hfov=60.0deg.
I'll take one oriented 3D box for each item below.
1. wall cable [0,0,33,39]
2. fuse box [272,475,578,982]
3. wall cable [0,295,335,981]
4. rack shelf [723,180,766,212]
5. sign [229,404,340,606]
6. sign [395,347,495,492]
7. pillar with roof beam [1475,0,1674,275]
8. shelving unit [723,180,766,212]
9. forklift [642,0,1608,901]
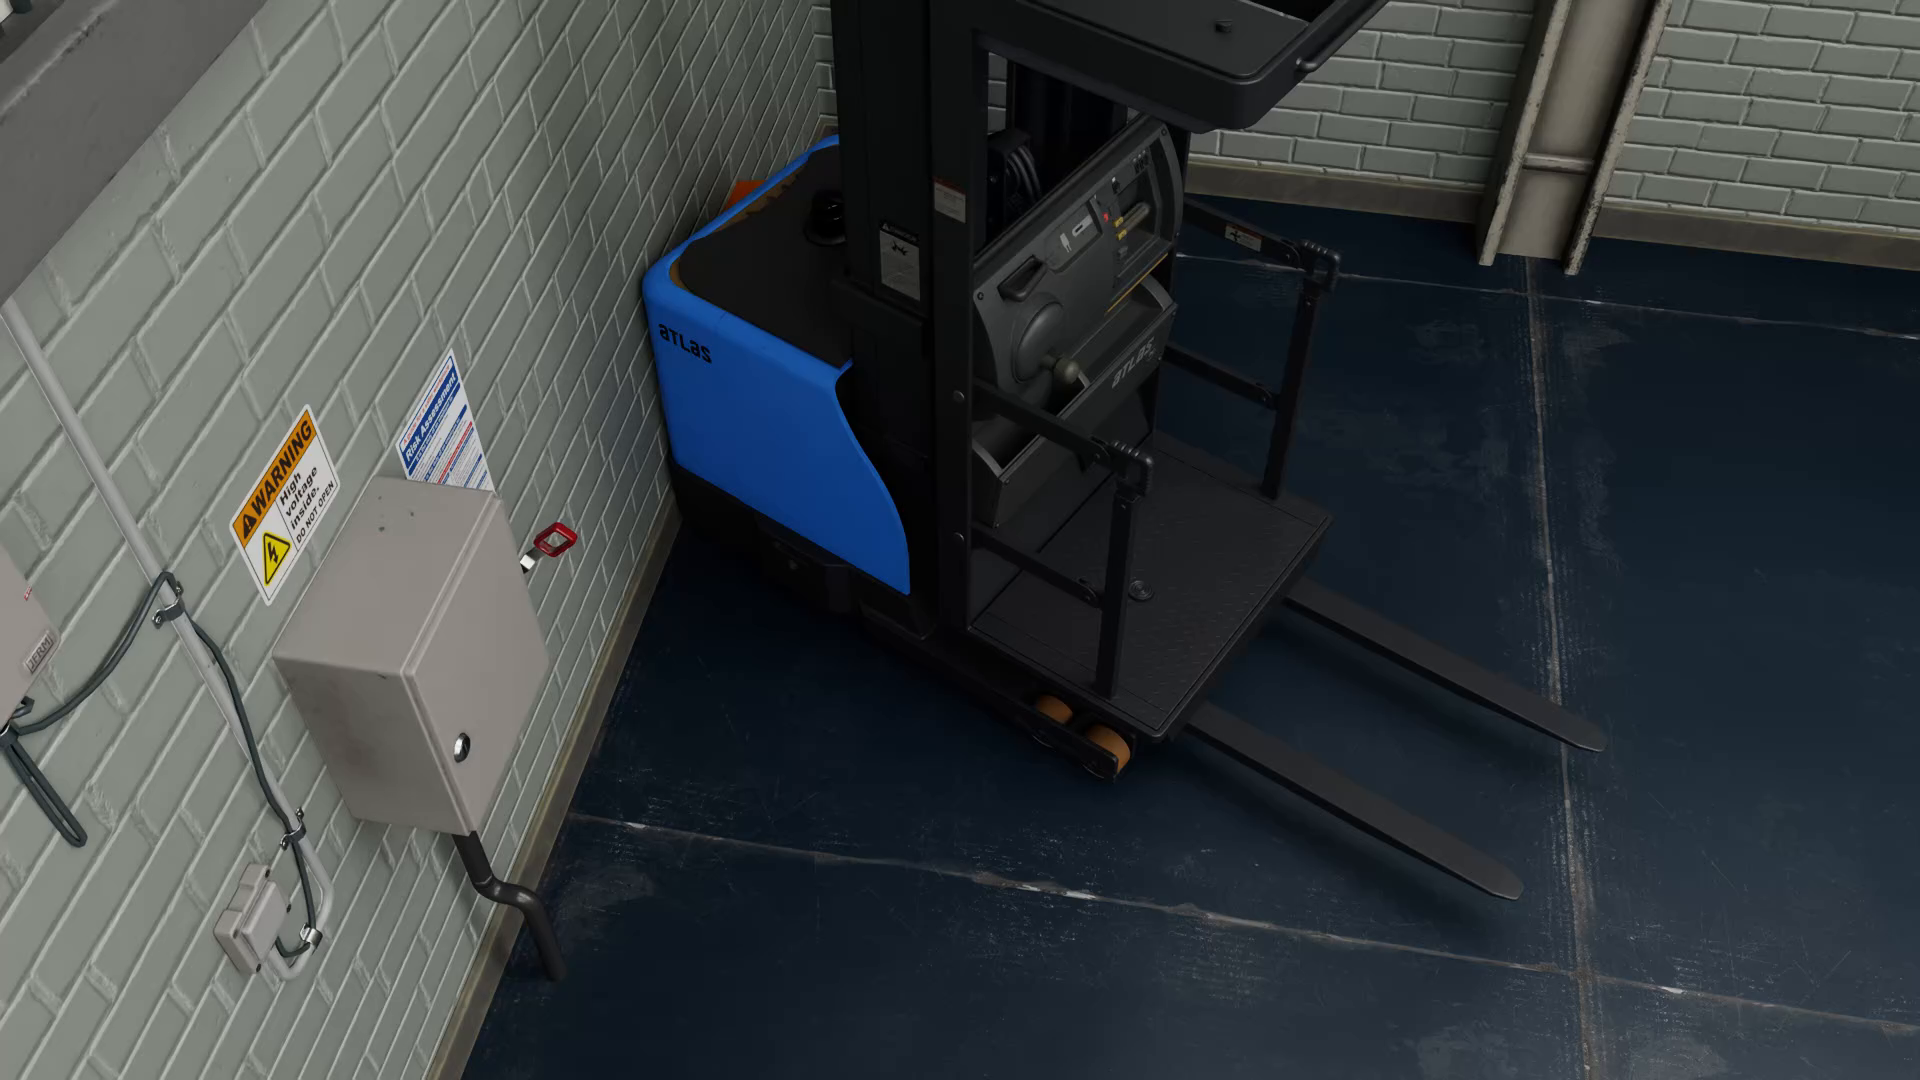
[{"bbox_3d":[-1.039,-2.708,2.108,0.133,3.039,2.988,8,49,7],"label":"wall cable"},{"bbox_3d":[-1.096,0.624,4.039,0.414,1.711,0.539,8,49,7],"label":"fuse box"},{"bbox_3d":[-1.373,0.332,2.752,0.122,1.984,0.588,8,49,7],"label":"wall cable"},{"bbox_3d":[-0.577,-1.073,5.911,1.000,0.185,0.538,-1,45,2],"label":"rack shelf"},{"bbox_3d":[-1.310,-0.070,3.241,0.001,0.242,0.339,8,49,7],"label":"sign"},{"bbox_3d":[-1.212,-0.164,3.945,0.001,0.494,0.329,8,49,7],"label":"sign"},{"bbox_3d":[1.560,-1.064,0.656,0.400,9.000,9.100,8,49,7],"label":"pillar with roof beam"},{"bbox_3d":[-0.592,-1.200,5.784,1.083,1.500,0.587,-1,45,2],"label":"shelving unit"},{"bbox_3d":[0.503,-0.706,4.414,3.031,2.935,1.130,29,54,23],"label":"forklift"}]
